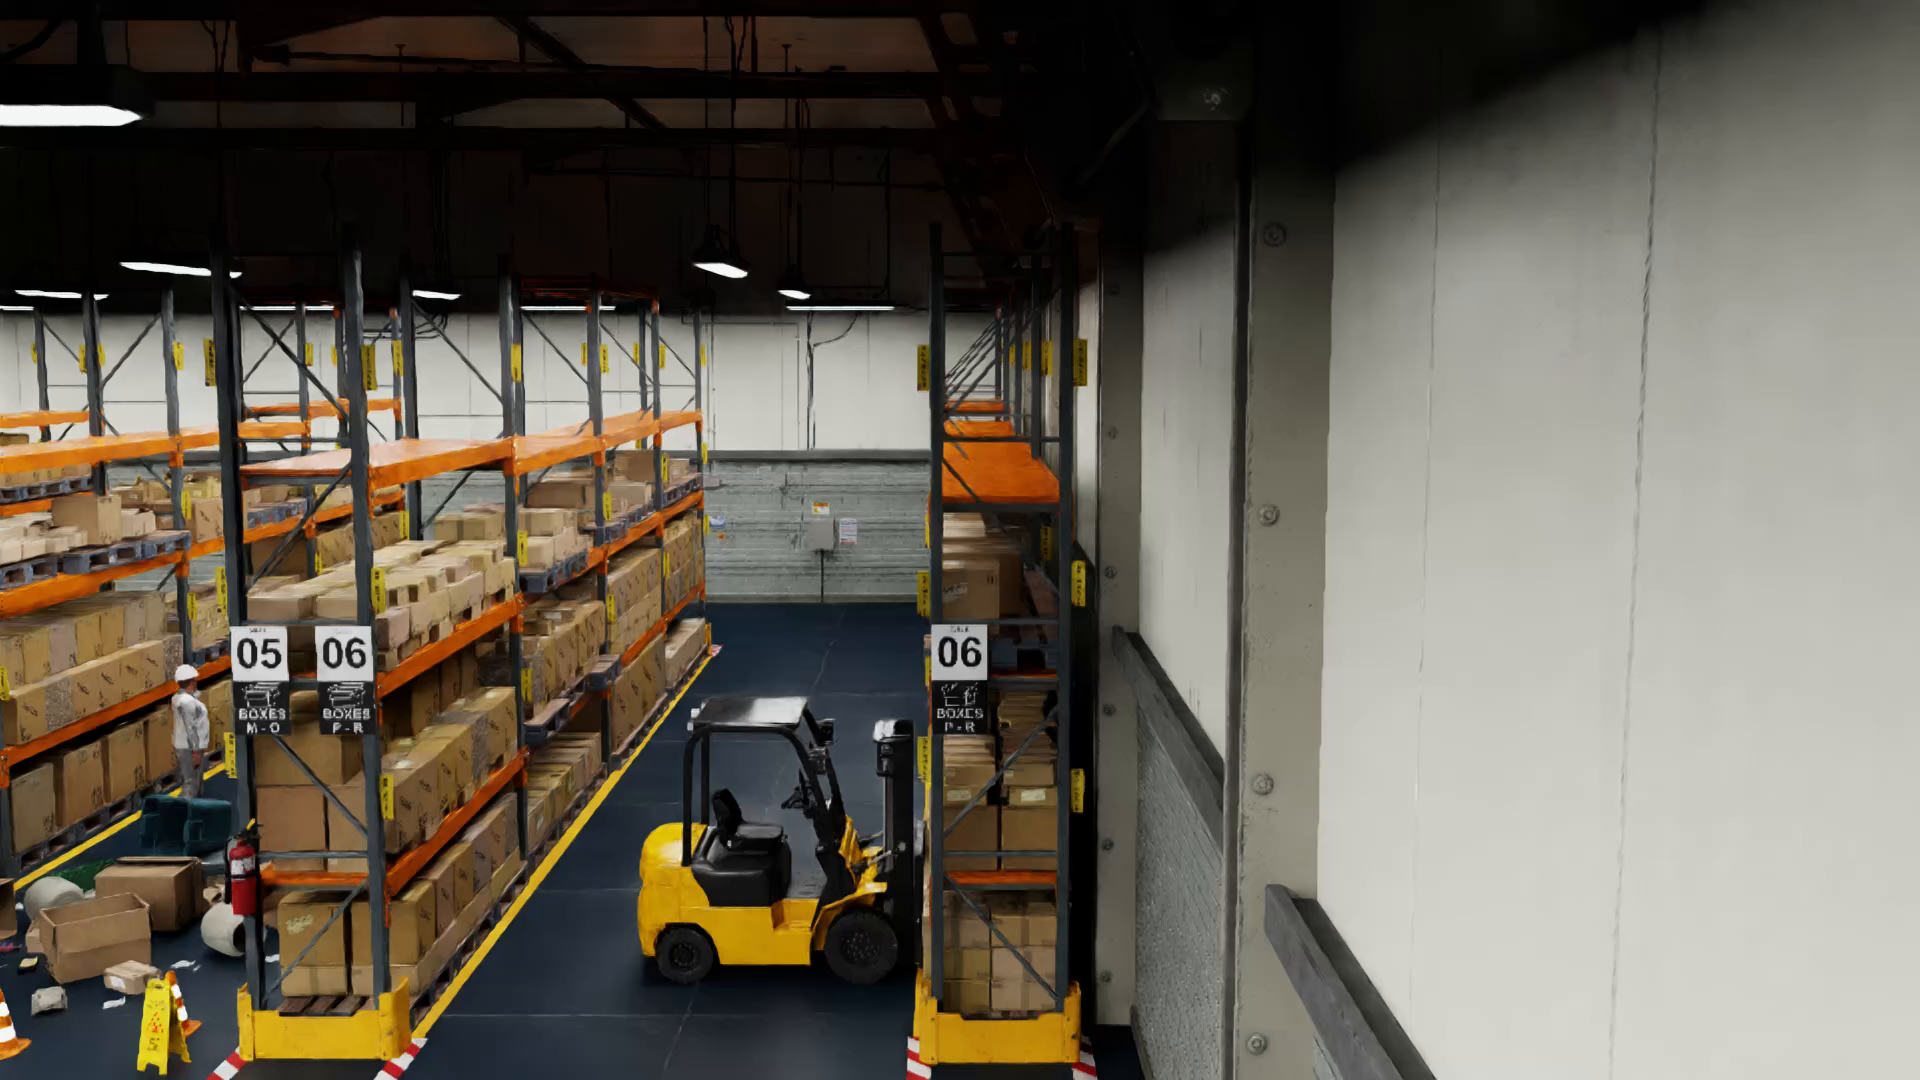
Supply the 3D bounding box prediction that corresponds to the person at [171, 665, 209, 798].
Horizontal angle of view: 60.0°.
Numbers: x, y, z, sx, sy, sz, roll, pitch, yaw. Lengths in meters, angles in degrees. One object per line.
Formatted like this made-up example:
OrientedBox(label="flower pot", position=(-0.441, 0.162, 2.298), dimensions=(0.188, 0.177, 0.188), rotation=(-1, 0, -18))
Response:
OrientedBox(label="person", position=(-8.168, 2.203, 17.758), dimensions=(0.444, 1.775, 0.581), rotation=(-4, 8, -30))
